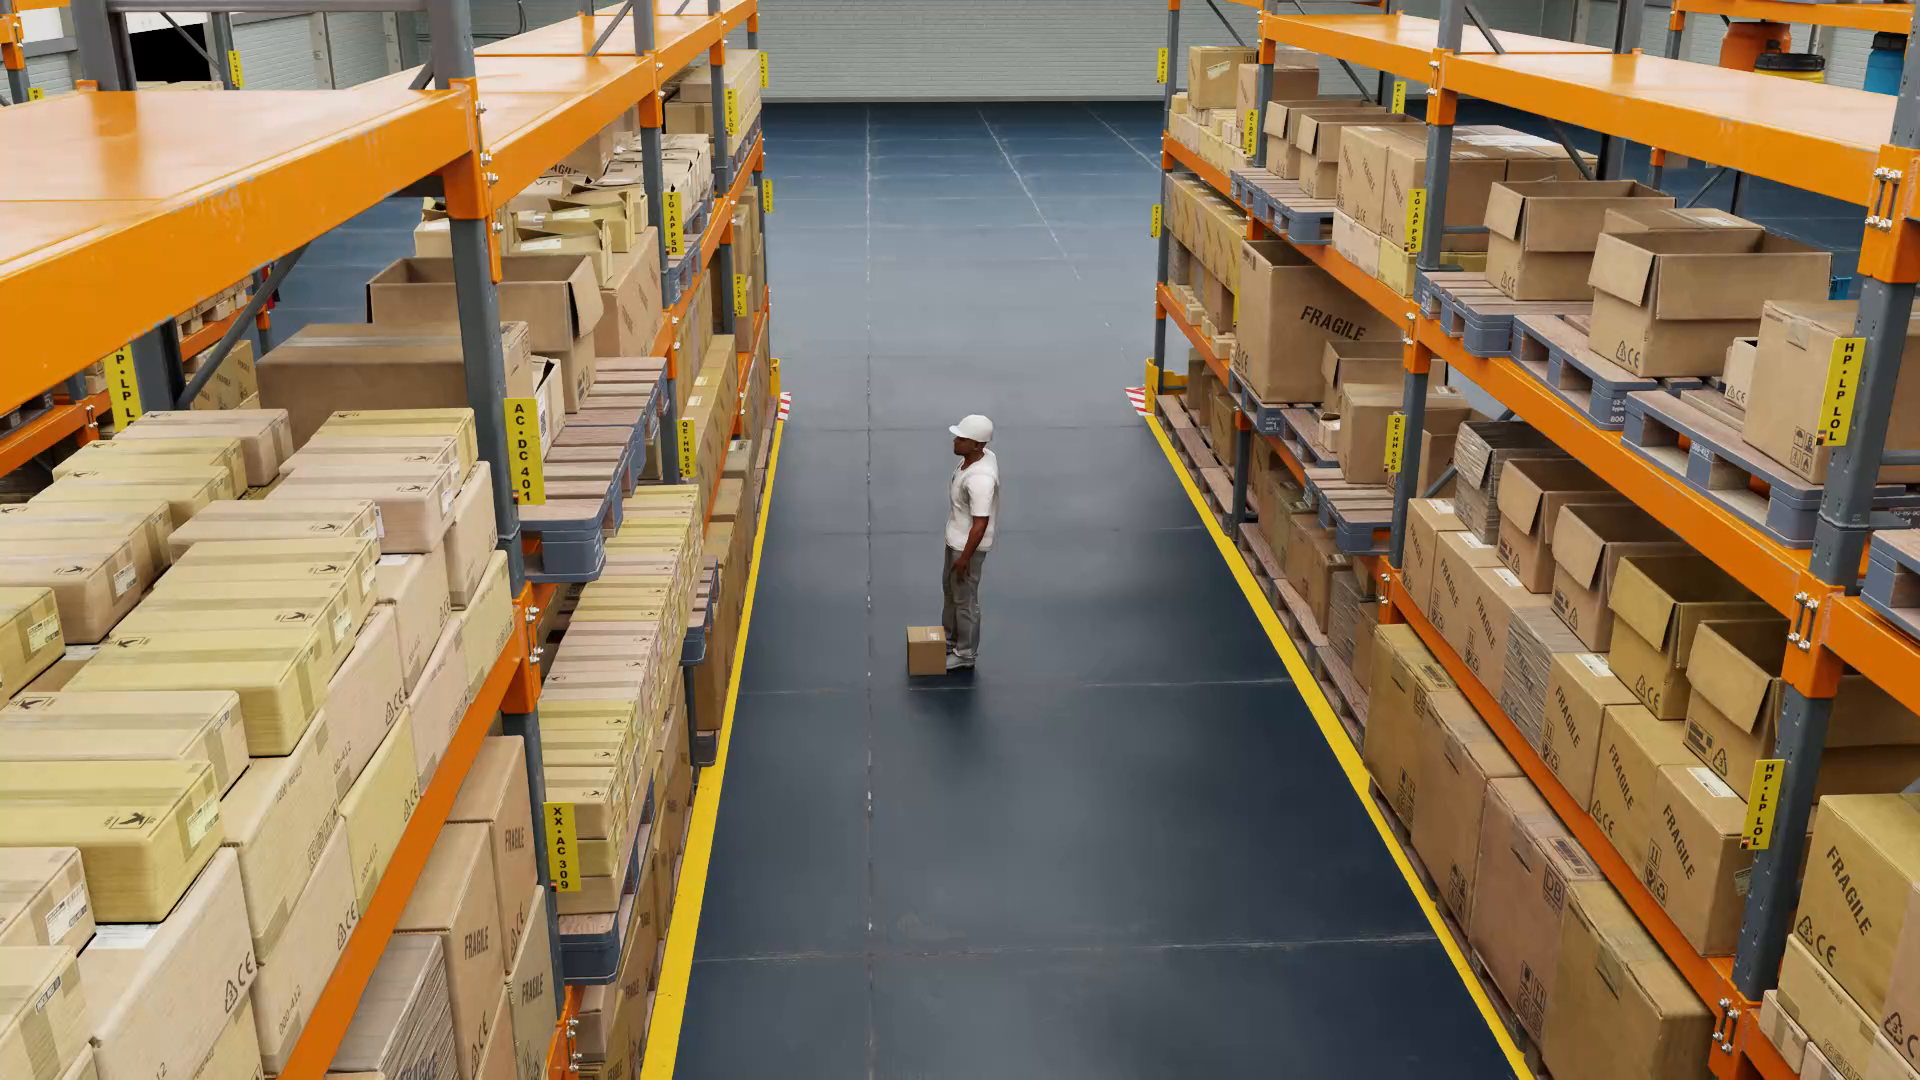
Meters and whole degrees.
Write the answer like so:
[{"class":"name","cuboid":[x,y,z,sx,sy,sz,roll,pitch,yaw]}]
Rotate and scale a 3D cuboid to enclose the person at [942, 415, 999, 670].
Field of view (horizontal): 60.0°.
[{"class":"person","cuboid":[-0.028,0.013,10.979,0.576,1.766,0.665,-1,20,-3]}]
